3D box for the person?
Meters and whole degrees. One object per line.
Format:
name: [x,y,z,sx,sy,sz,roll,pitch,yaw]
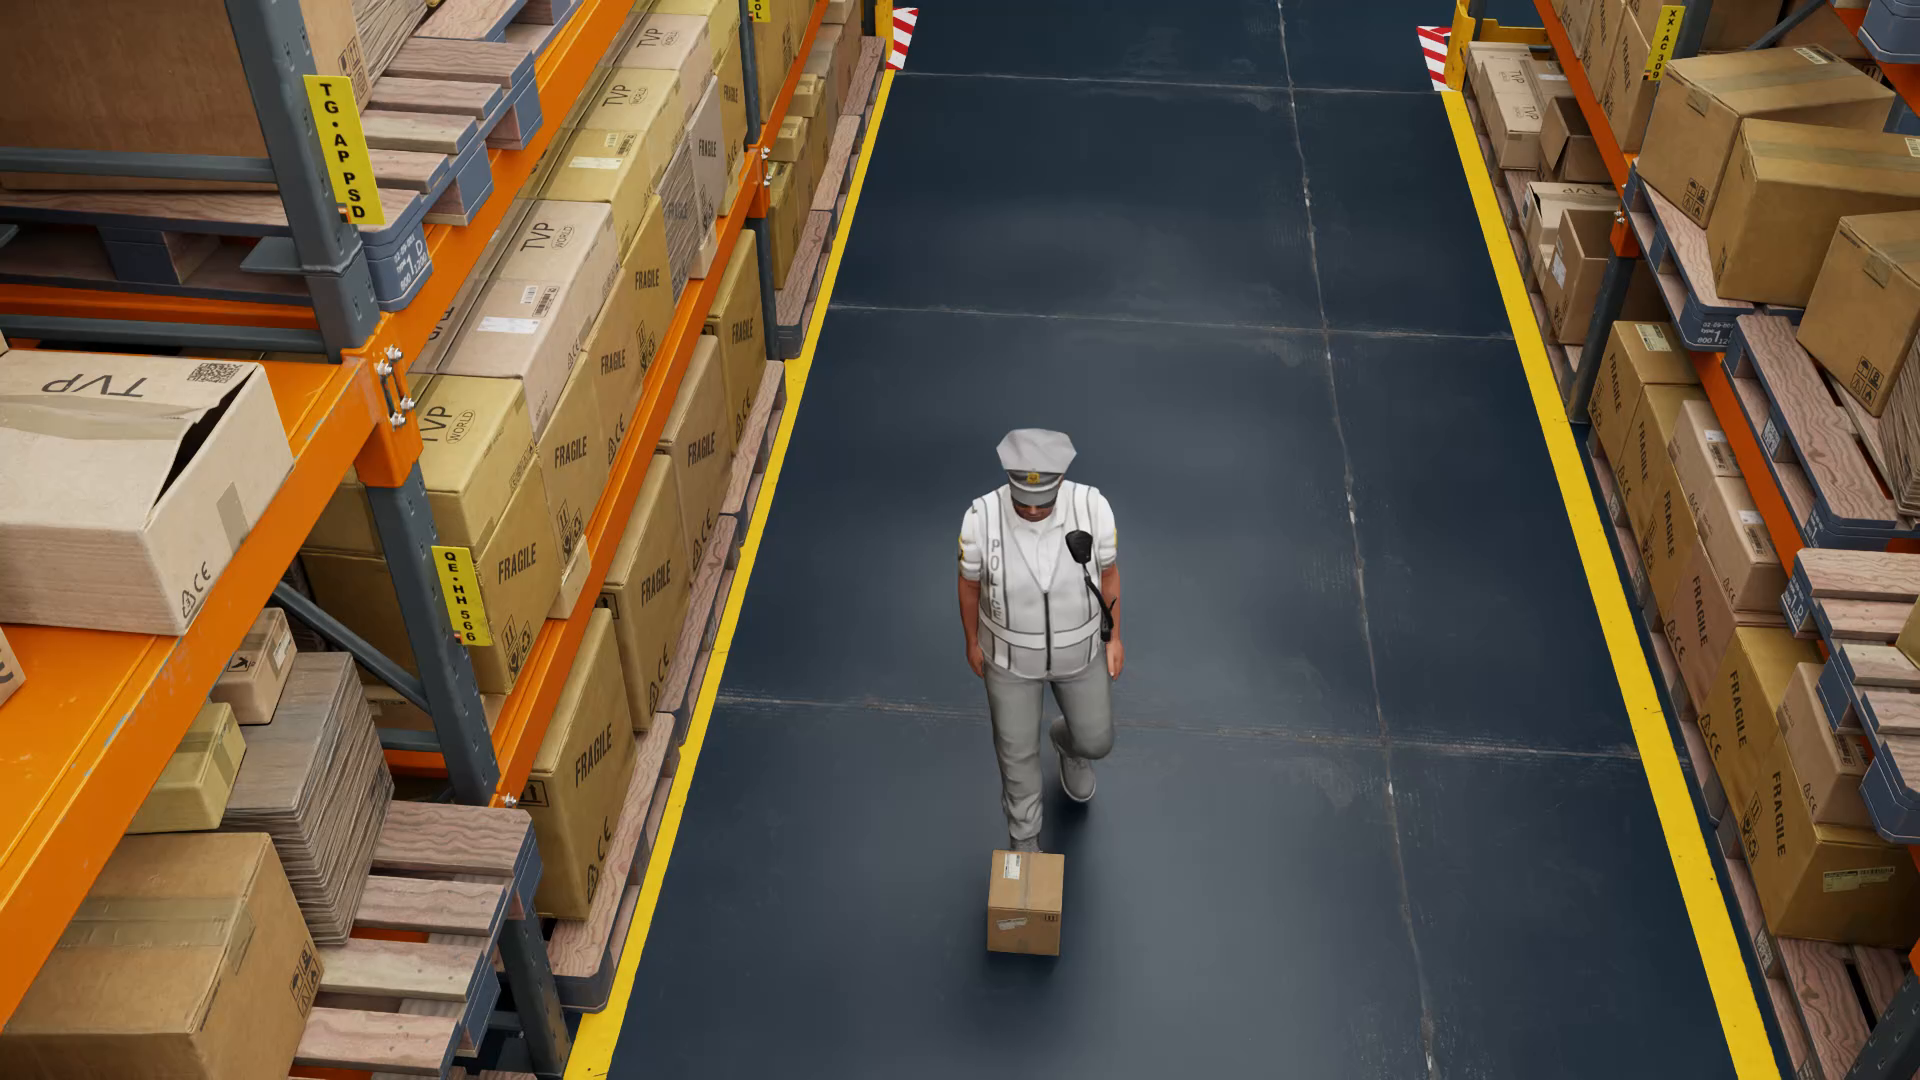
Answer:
person: [0.282,0.402,5.662,0.584,1.766,0.490,4,40,5]
